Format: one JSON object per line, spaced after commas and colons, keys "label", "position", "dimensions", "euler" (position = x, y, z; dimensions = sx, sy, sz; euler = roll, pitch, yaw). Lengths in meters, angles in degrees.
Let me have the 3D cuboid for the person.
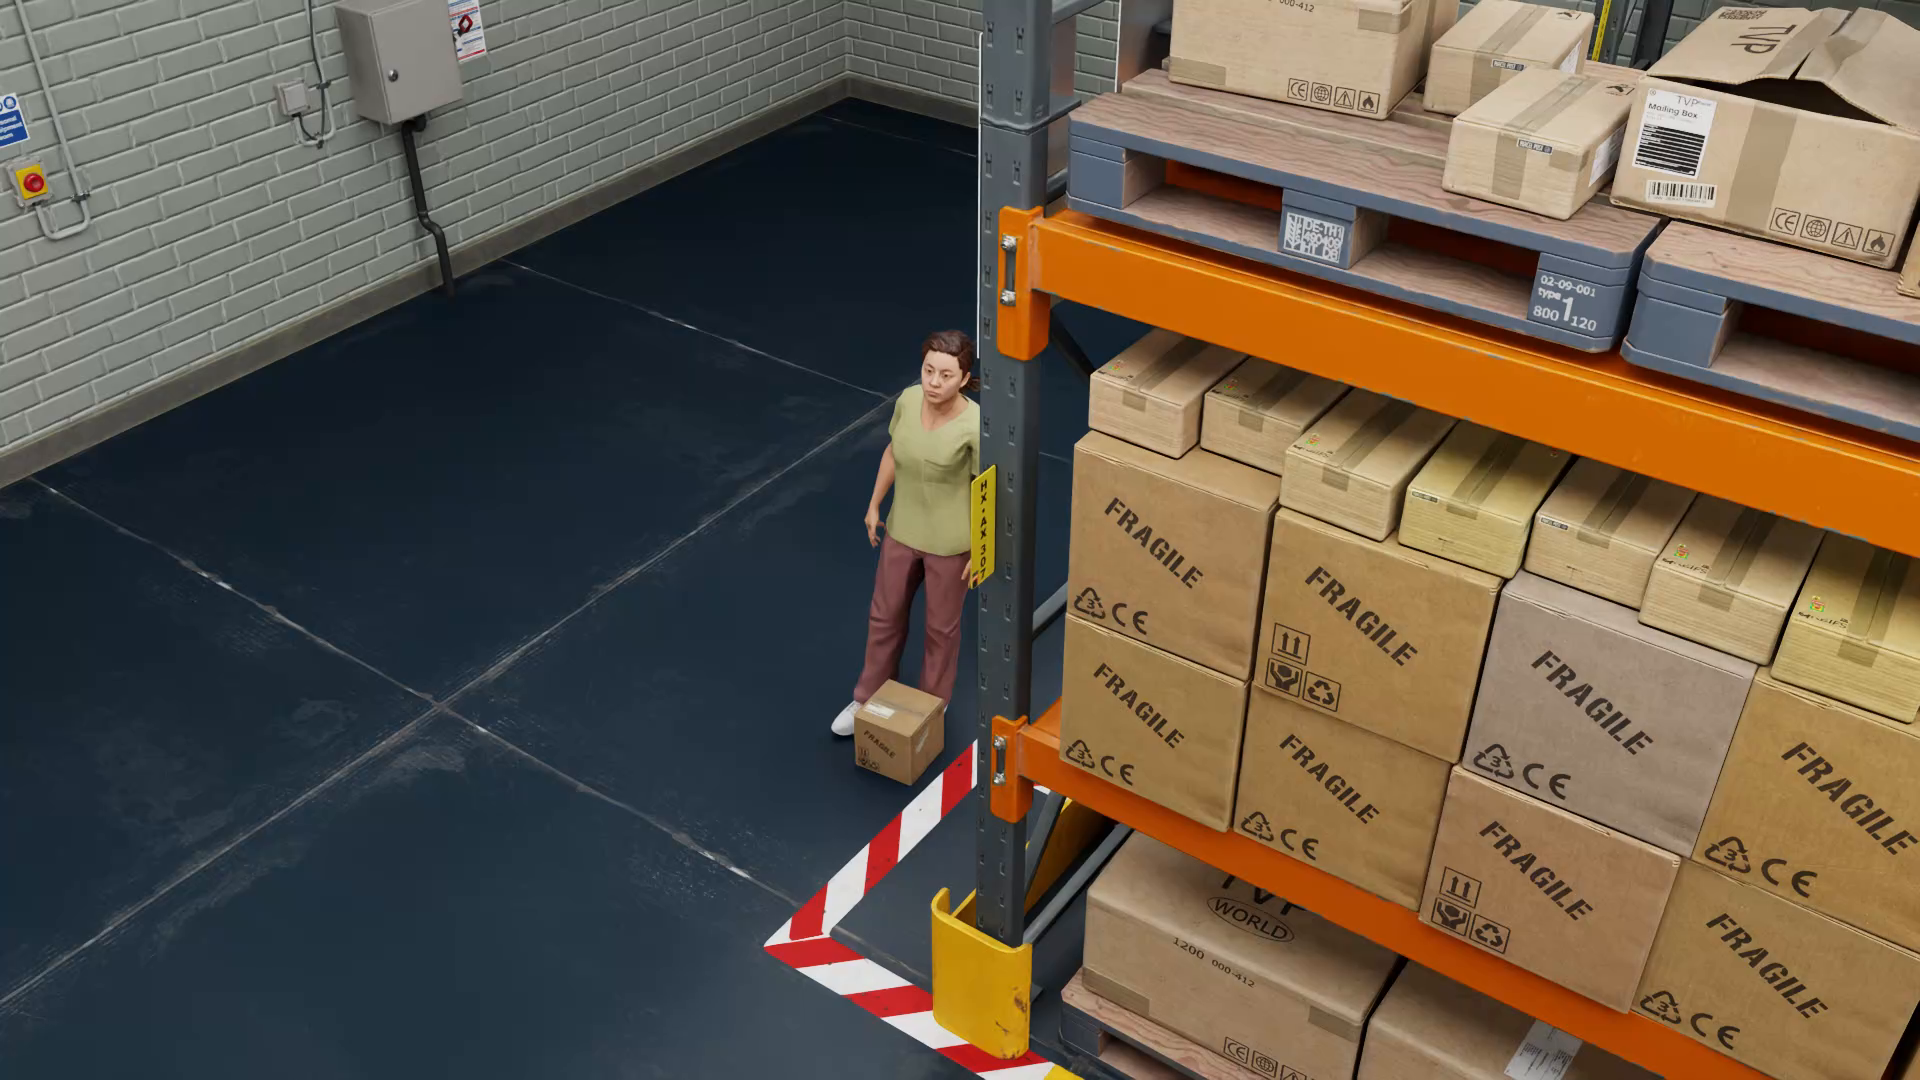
{"label": "person", "position": [-0.150, 0.034, 6.093], "dimensions": [0.550, 1.660, 0.533], "euler": [20, 39, 26]}
